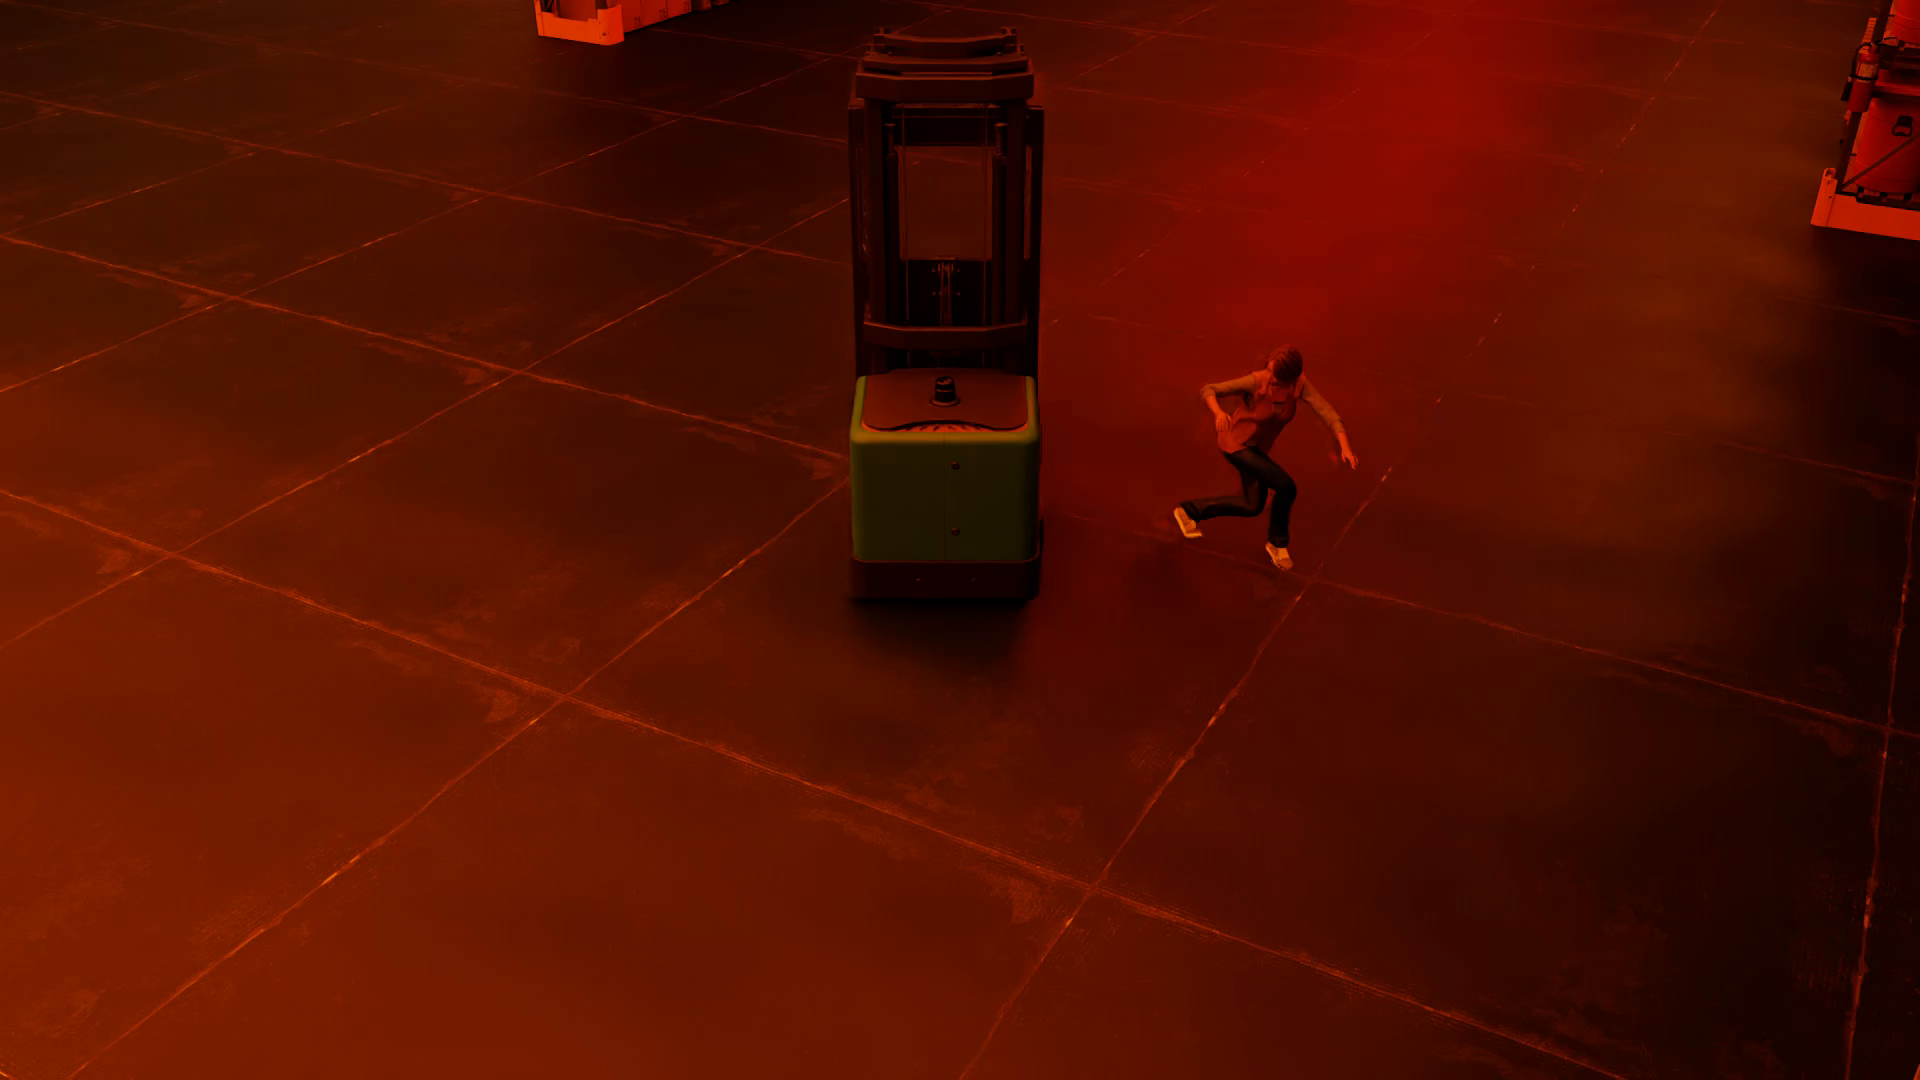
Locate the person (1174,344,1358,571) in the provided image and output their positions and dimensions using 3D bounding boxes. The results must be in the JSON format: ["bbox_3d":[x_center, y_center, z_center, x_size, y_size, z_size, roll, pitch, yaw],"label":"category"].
[{"bbox_3d":[1.705,-0.427,9.422,0.727,1.366,1.037,-24,38,-35],"label":"person"}]

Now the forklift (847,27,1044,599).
[{"bbox_3d":[-0.079,-1.635,9.904,1.130,2.935,3.031,0,30,0],"label":"forklift"}]
